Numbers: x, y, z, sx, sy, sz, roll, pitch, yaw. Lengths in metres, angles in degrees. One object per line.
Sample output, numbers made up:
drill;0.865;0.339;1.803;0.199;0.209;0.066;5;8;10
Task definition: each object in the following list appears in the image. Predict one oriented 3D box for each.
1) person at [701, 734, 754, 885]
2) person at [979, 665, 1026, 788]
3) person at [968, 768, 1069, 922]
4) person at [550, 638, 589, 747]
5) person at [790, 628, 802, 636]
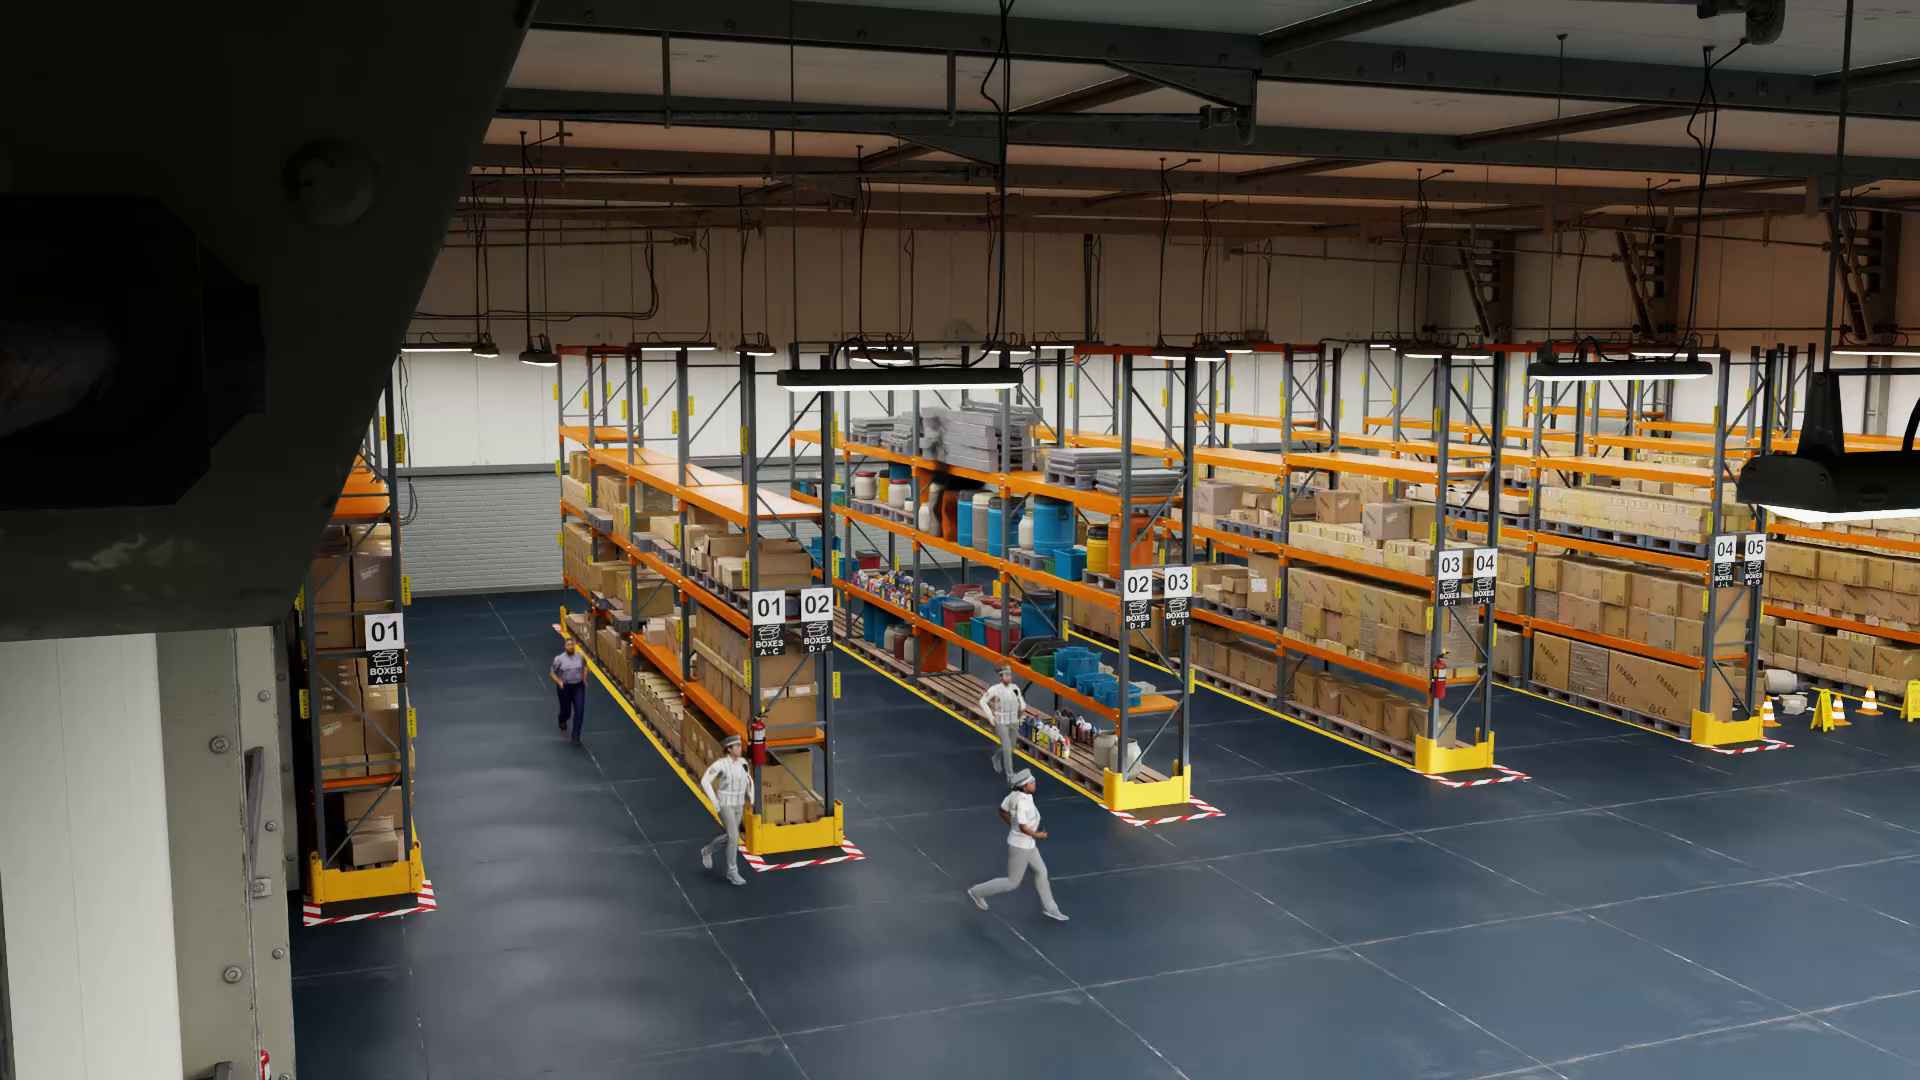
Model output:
person;-2.664;3.078;19.265;0.732;1.681;0.646;6;9;38
person;0.633;2.550;23.124;0.618;1.673;0.915;-4;8;-30
person;0.634;3.271;17.702;1.078;1.707;0.545;0;7;1
person;-5.979;2.307;25.556;0.607;1.636;0.769;-3;8;-25
person;-2.839;1.864;28.925;0.604;1.647;0.787;-3;8;-23
